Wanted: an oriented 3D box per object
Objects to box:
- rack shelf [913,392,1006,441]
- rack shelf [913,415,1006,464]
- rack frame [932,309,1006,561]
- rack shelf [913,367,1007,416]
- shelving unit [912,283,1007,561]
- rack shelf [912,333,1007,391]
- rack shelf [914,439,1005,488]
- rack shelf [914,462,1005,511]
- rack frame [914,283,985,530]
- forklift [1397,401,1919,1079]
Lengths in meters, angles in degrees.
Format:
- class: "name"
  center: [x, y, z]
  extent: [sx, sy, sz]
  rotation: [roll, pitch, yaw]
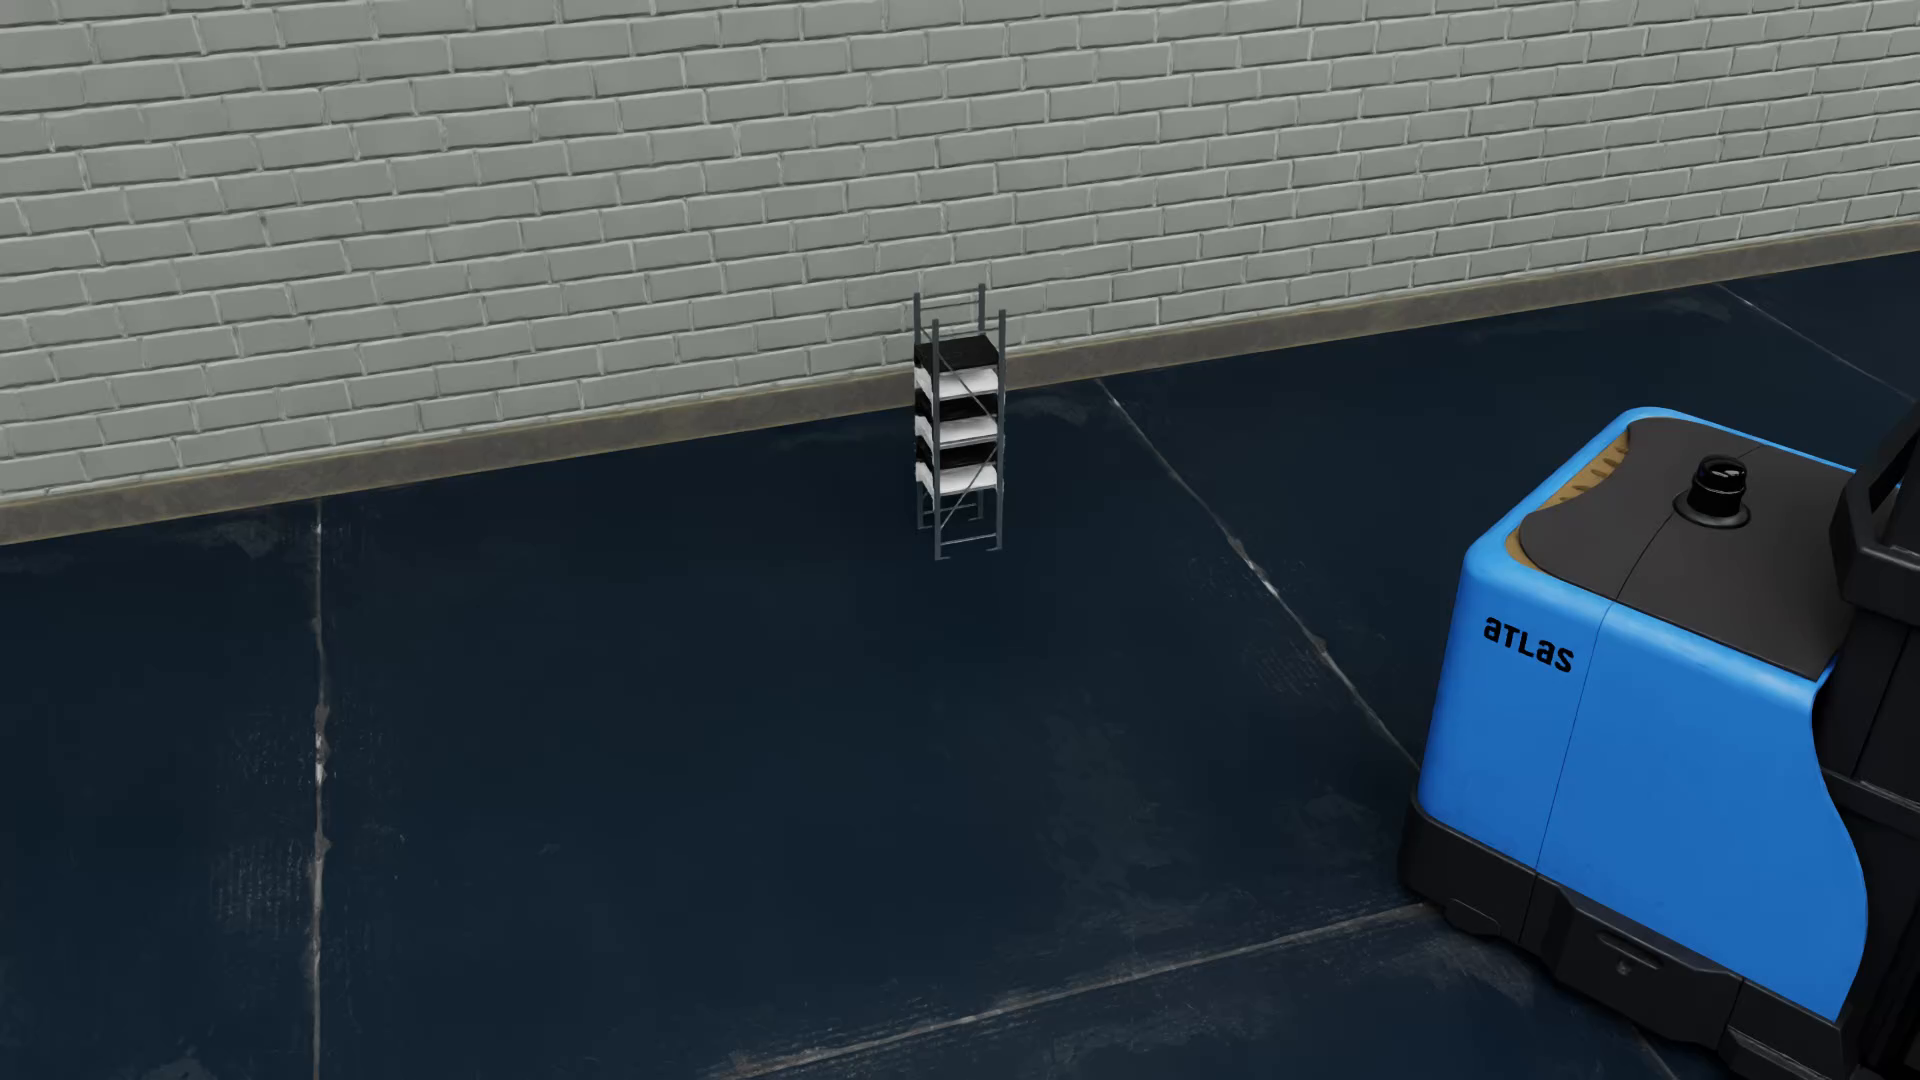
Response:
- class: "rack shelf"
  center: [-0.002, -0.427, 5.477]
  extent: [0.258, 0.077, 0.200]
  rotation: [-10, 35, -15]
- class: "rack shelf"
  center: [-0.002, -0.352, 5.527]
  extent: [0.258, 0.077, 0.200]
  rotation: [-10, 35, -15]
- class: "rack frame"
  center: [0.029, -0.326, 5.428]
  extent: [0.240, 0.900, 0.006]
  rotation: [-10, 35, -15]
- class: "rack shelf"
  center: [-0.002, -0.502, 5.428]
  extent: [0.258, 0.077, 0.200]
  rotation: [-10, 35, -15]
- class: "shelving unit"
  center: [-0.002, -0.380, 5.508]
  extent: [0.258, 0.900, 0.210]
  rotation: [-10, 35, -15]
- class: "rack shelf"
  center: [-0.002, -0.577, 5.378]
  extent: [0.258, 0.077, 0.200]
  rotation: [-10, 35, -15]
- class: "rack shelf"
  center: [-0.002, -0.277, 5.576]
  extent: [0.258, 0.077, 0.200]
  rotation: [-10, 35, -15]
- class: "rack shelf"
  center: [-0.002, -0.202, 5.626]
  extent: [0.258, 0.077, 0.200]
  rotation: [-10, 35, -15]
- class: "rack frame"
  center: [-0.033, -0.433, 5.589]
  extent: [0.240, 0.900, 0.006]
  rotation: [-10, 35, -15]
- class: "forklift"
  center: [2.574, 0.038, 3.033]
  extent: [3.031, 2.935, 1.130]
  rotation: [26, 41, 34]
